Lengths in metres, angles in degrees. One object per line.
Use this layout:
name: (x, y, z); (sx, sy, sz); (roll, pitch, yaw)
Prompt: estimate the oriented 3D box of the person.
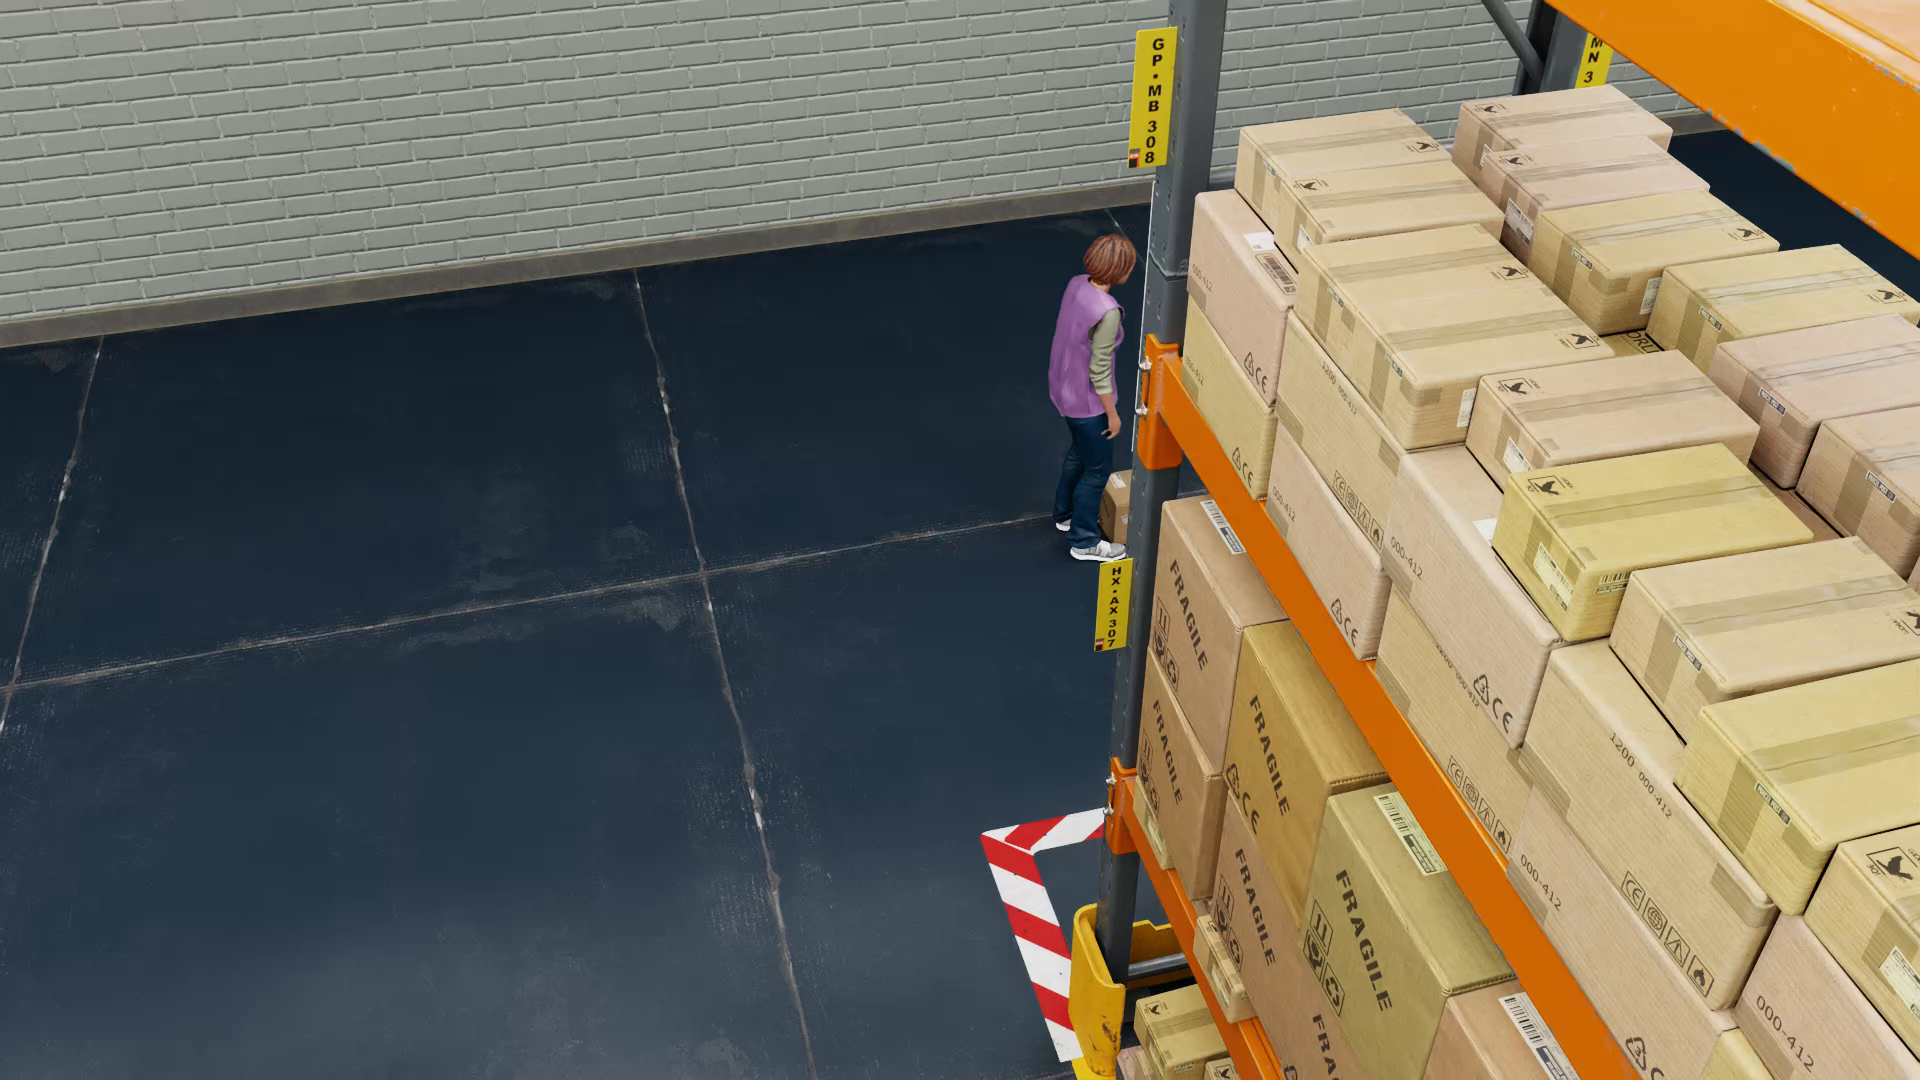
person: (0.587, -0.642, 7.523); (0.348, 1.593, 0.476); (-11, 40, -13)
